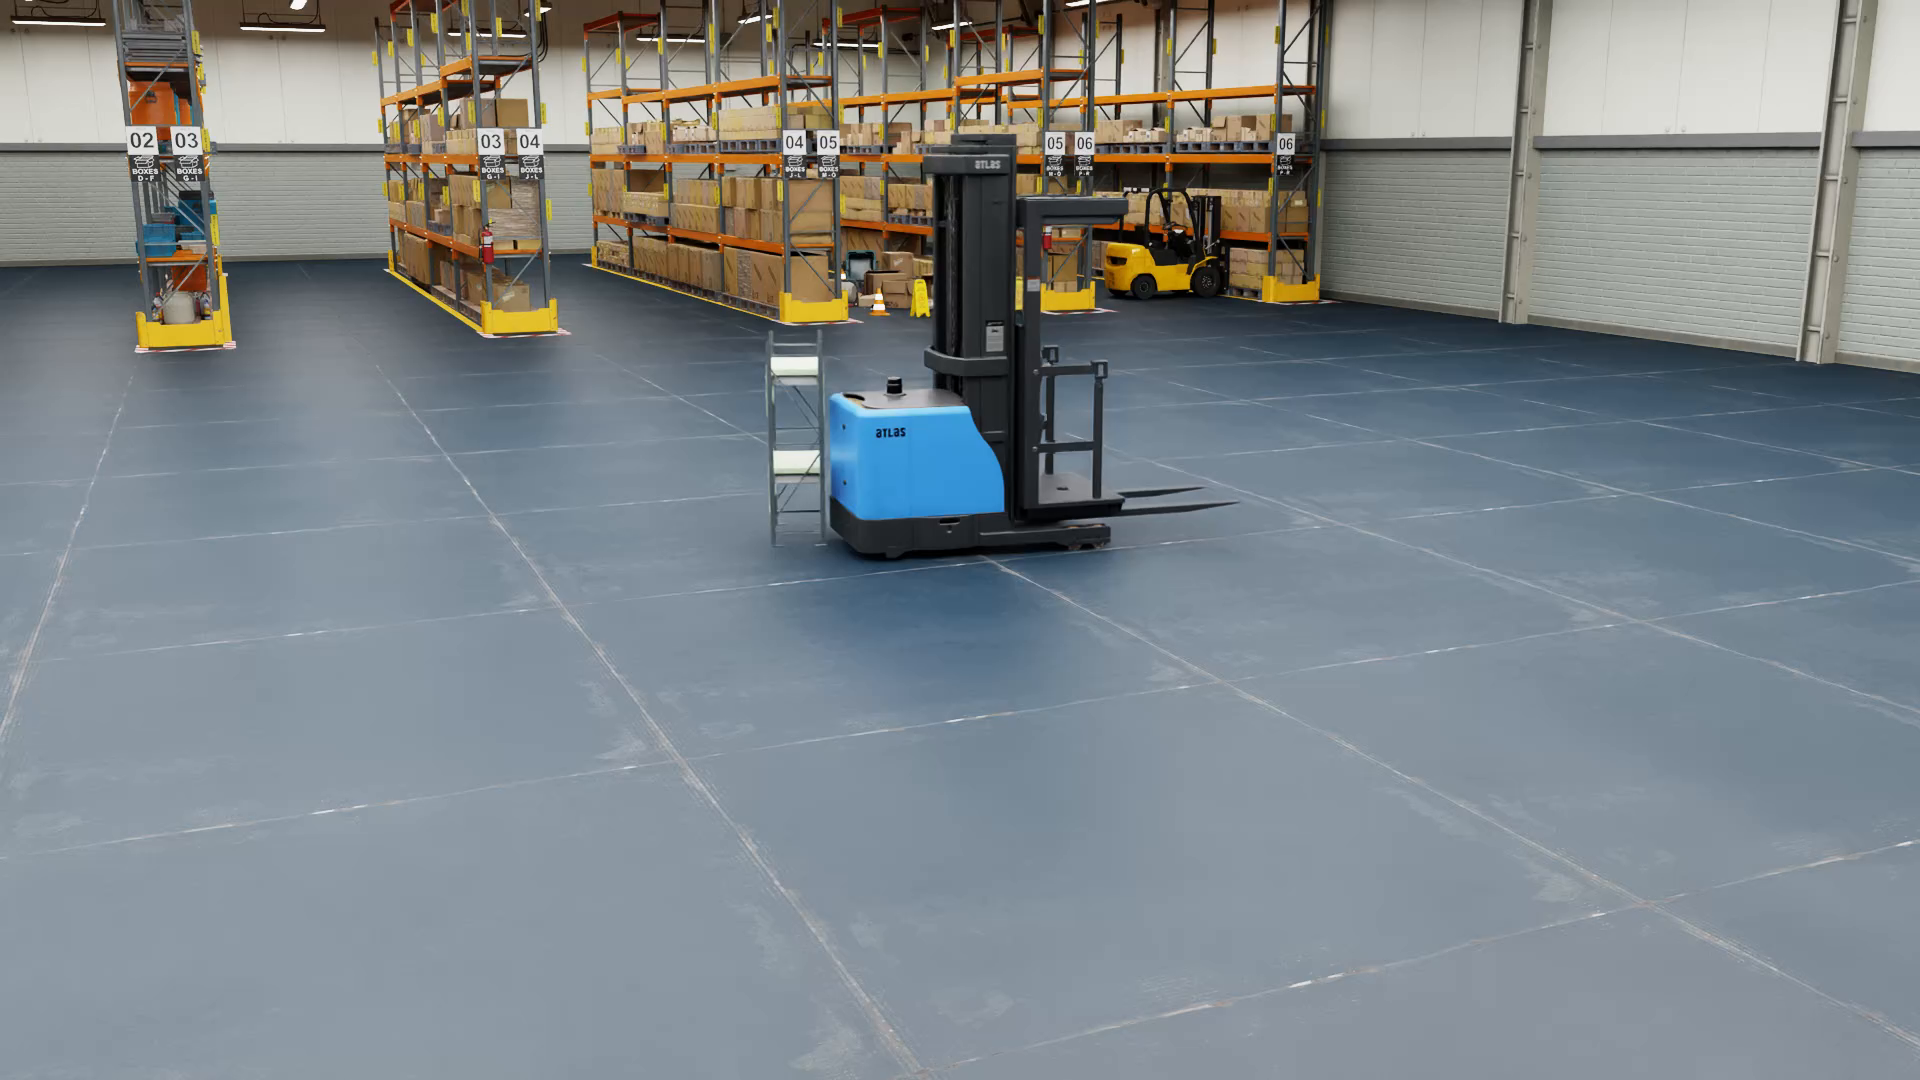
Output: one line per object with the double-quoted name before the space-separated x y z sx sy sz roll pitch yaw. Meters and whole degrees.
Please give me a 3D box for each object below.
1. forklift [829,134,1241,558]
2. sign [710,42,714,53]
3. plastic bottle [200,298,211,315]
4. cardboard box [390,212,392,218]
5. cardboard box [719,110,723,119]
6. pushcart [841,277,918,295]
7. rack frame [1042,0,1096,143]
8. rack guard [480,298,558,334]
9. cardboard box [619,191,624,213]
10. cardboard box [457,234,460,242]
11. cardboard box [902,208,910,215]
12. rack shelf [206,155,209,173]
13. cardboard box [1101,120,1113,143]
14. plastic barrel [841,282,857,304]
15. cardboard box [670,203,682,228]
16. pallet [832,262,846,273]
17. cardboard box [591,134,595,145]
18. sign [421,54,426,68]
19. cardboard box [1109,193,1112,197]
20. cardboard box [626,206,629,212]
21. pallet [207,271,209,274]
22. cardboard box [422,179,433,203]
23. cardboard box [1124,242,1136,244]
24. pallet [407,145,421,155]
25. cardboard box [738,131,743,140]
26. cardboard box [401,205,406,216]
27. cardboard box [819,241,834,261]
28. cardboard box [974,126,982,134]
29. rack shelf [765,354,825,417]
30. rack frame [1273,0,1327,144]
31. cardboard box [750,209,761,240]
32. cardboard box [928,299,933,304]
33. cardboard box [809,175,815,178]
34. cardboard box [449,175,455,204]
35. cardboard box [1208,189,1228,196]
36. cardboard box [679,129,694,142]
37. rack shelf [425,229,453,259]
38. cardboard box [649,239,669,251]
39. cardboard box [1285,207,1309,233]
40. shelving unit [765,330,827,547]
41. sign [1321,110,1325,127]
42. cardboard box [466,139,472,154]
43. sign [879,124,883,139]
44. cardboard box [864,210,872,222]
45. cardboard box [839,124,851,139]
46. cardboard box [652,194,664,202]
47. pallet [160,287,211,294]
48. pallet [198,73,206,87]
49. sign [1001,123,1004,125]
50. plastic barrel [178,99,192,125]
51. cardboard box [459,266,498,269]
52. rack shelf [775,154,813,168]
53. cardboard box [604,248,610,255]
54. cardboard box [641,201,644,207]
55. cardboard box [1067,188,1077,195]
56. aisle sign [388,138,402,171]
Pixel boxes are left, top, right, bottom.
"forklift" 0.594 -1.470 12.223 3.031 2.935 1.130 -4 14 -17
"sign" -5.233 -10.430 35.053 0.100 0.325 0.005 -6 14 -23
"plastic bottle" -12.472 -3.863 27.473 0.152 0.276 0.135 -5 14 -22
"cardboard box" -13.586 -7.871 40.283 0.380 0.149 0.250 -6 14 -24
"cardboard box" -4.304 -7.972 31.146 0.380 0.149 0.250 -5 14 -22
"pushcart" -1.712 -5.072 33.446 1.648 0.377 0.936 -12 18 -42
"rack frame" 1.959 -8.662 29.837 1.000 3.000 0.127 -6 14 -23
"rack guard" -7.151 -3.642 26.996 1.175 0.500 0.348 -6 14 -23
"cardboard box" -7.795 -8.018 39.480 0.500 0.500 0.500 -6 14 -23
"cardboard box" -8.699 -5.374 29.495 0.380 0.149 0.250 -6 14 -23
"cardboard box" -1.045 -7.209 36.492 0.380 0.149 0.250 -6 14 -23
"rack shelf" -14.063 -6.747 29.812 1.077 0.370 4.000 -6 14 -23
"cardboard box" 3.662 -9.337 38.034 0.700 0.500 0.500 -6 14 -24
"plastic barrel" -2.278 -4.746 31.939 0.512 0.421 0.421 4 14 16
"cardboard box" -5.808 -6.855 35.116 0.500 0.500 0.500 -5 14 -22
"pallet" -2.470 -6.707 40.881 1.003 0.211 1.213 -6 14 -23
"cardboard box" -9.003 -10.092 41.895 0.500 0.250 0.500 -5 14 -22
"sign" -13.027 -11.612 40.337 0.100 0.325 0.005 -6 14 -23
"cardboard box" 3.638 -7.905 38.213 0.380 0.149 0.250 -5 14 -22
"cardboard box" -7.490 -7.653 38.408 0.380 0.149 0.250 -5 14 -22
"pallet" -17.289 -5.918 37.472 1.003 0.211 1.213 -6 14 -23
"cardboard box" -10.862 -7.321 34.905 0.797 0.503 0.637 -5 14 -22
"cardboard box" 4.077 -6.485 38.073 0.875 0.625 0.625 -6 14 -25
"pallet" -11.083 -8.225 35.022 1.003 0.211 1.213 -5 14 -20
"cardboard box" -3.792 -7.321 30.100 0.380 0.149 0.250 -6 14 -23
"cardboard box" -12.345 -7.462 37.633 0.500 0.250 0.500 -6 14 -24
"cardboard box" -3.001 -7.314 42.070 0.875 0.438 0.875 -6 14 -24
"cardboard box" 0.493 -8.035 32.571 0.380 0.149 0.250 -6 14 -23
"rack shelf" -1.213 -1.148 12.271 0.431 0.370 0.720 -1 13 -5
"rack frame" 6.506 -9.111 31.778 1.000 3.000 0.127 -6 14 -23
"cardboard box" -3.326 -5.761 30.277 0.875 0.550 0.500 -6 14 -23
"cardboard box" -0.416 -4.438 31.216 0.380 0.149 0.250 1 13 6
"cardboard box" -3.486 -8.932 41.871 0.500 0.500 0.500 -6 14 -24
"cardboard box" -8.776 -6.235 29.558 0.500 0.500 0.500 -6 14 -23
"cardboard box" 5.348 -7.172 34.388 0.380 0.149 0.250 -6 14 -23
"cardboard box" -5.451 -8.292 34.074 0.500 0.250 0.500 -5 14 -21
"rack shelf" -9.524 -5.733 32.083 1.077 0.370 4.000 -6 14 -23
"cardboard box" -6.656 -6.603 37.198 0.500 0.250 0.500 -5 14 -22
"cardboard box" 6.562 -6.364 32.994 0.500 0.500 0.500 -5 14 -21
"shelving unit" -1.213 -0.768 12.359 0.431 1.500 0.755 -1 13 -5
"sign" 7.017 -8.163 32.220 0.100 0.325 0.005 -6 14 -23
"cardboard box" -7.750 -6.412 27.101 0.500 0.250 0.500 -6 14 -23
"sign" -1.757 -9.095 37.040 0.100 0.325 0.005 -6 14 -23
"cardboard box" -1.905 -7.504 38.472 0.500 0.250 0.500 -5 14 -22
"cardboard box" -2.760 -9.725 39.929 0.500 0.500 0.500 -6 14 -24
"cardboard box" -6.455 -7.408 36.031 0.380 0.149 0.250 -6 14 -24
"pallet" -15.218 -4.850 32.857 1.003 0.211 1.213 -6 14 -23
"pallet" -15.125 -8.837 31.901 1.213 0.211 1.003 -6 14 -23
"sign" 0.851 -8.329 33.906 0.100 0.325 0.005 -6 14 -23
"plastic barrel" -15.089 -8.042 31.929 0.600 0.830 0.708 -6 14 -23
"cardboard box" -9.123 -4.896 31.439 0.700 0.500 0.500 -6 14 -23
"rack shelf" -3.649 -9.742 42.754 1.077 0.370 4.000 -6 14 -23
"cardboard box" -8.730 -7.239 41.725 0.380 0.149 0.250 -5 14 -21
"cardboard box" -6.874 -7.478 36.994 0.380 0.149 0.250 -5 14 -22
"cardboard box" 2.478 -8.416 40.921 0.797 0.503 0.637 -6 14 -24
"aisle sign" -13.834 -9.404 40.583 0.394 0.787 0.004 -6 14 -23
